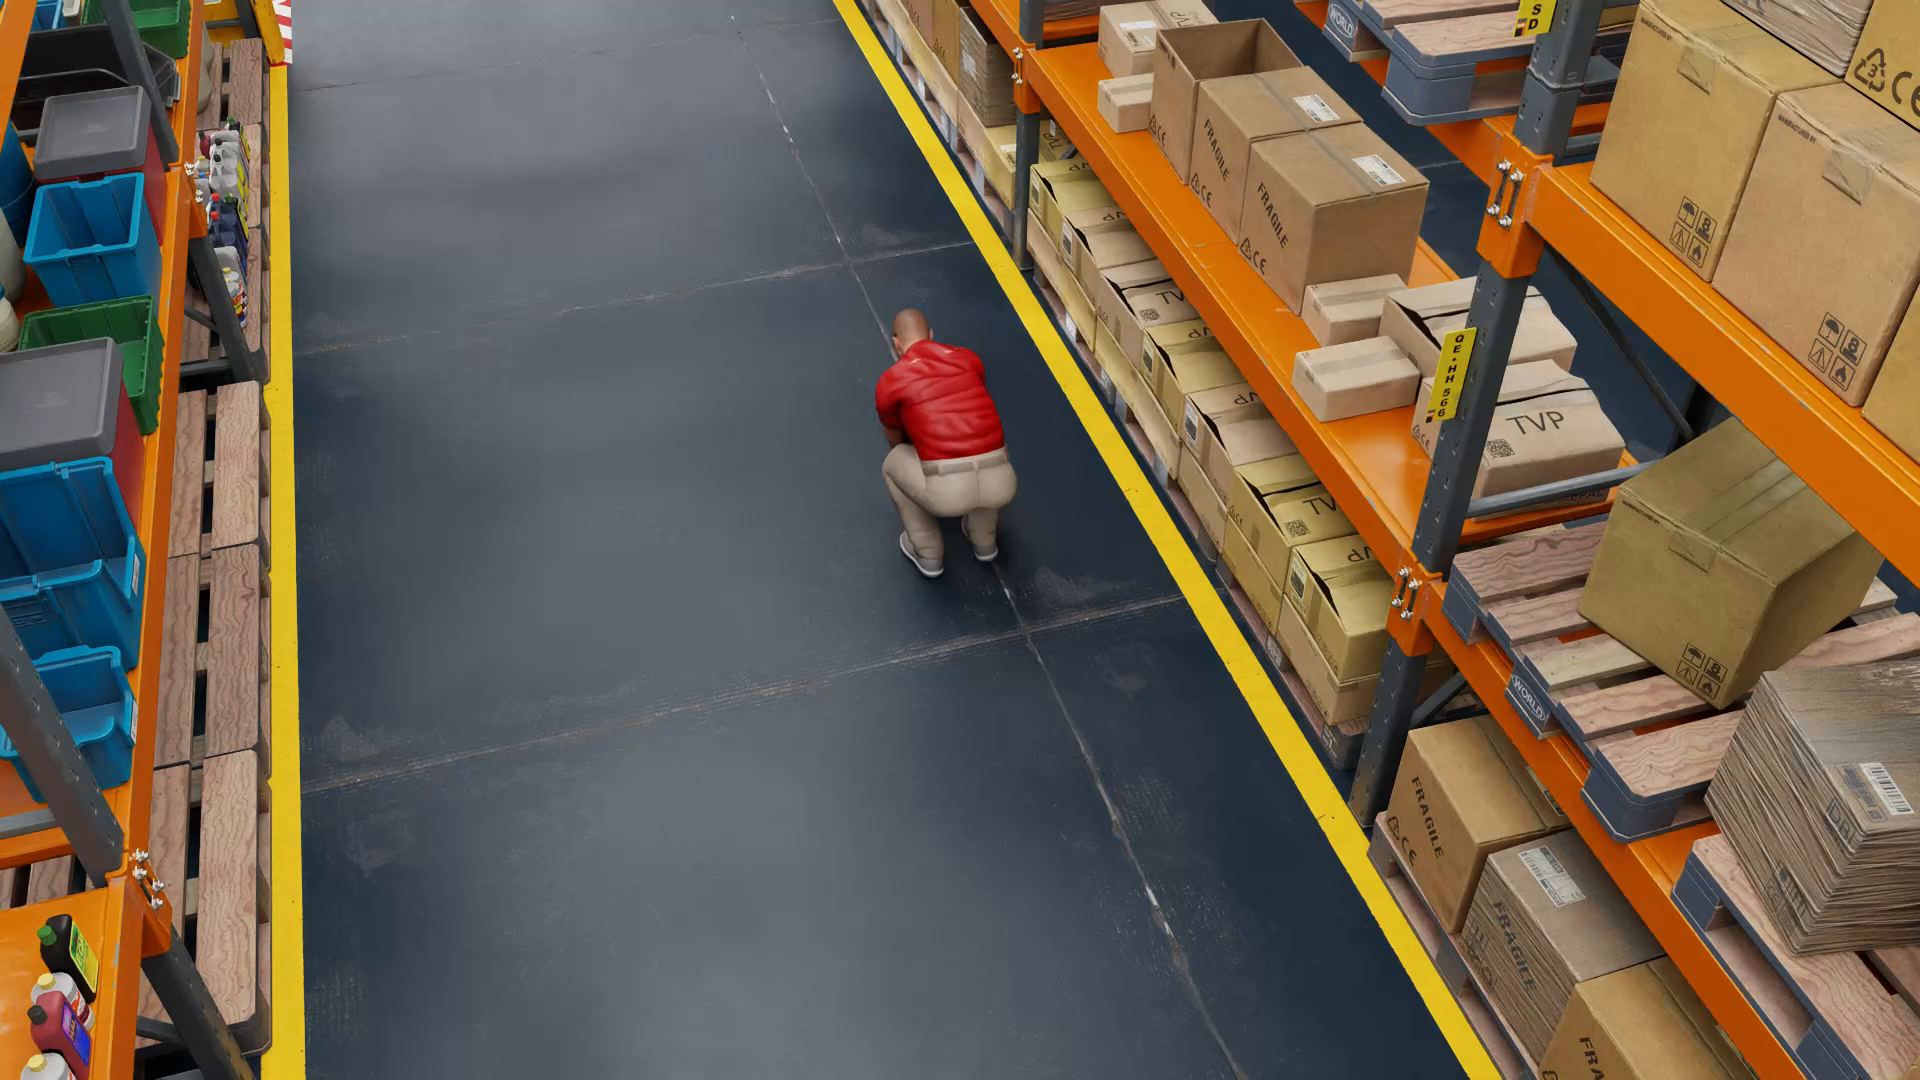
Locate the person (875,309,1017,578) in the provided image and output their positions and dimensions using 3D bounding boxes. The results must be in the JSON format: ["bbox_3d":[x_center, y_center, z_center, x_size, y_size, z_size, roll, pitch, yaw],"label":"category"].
[{"bbox_3d":[-0.072,-0.396,7.175,0.522,0.988,0.877,-12,43,-13],"label":"person"}]
